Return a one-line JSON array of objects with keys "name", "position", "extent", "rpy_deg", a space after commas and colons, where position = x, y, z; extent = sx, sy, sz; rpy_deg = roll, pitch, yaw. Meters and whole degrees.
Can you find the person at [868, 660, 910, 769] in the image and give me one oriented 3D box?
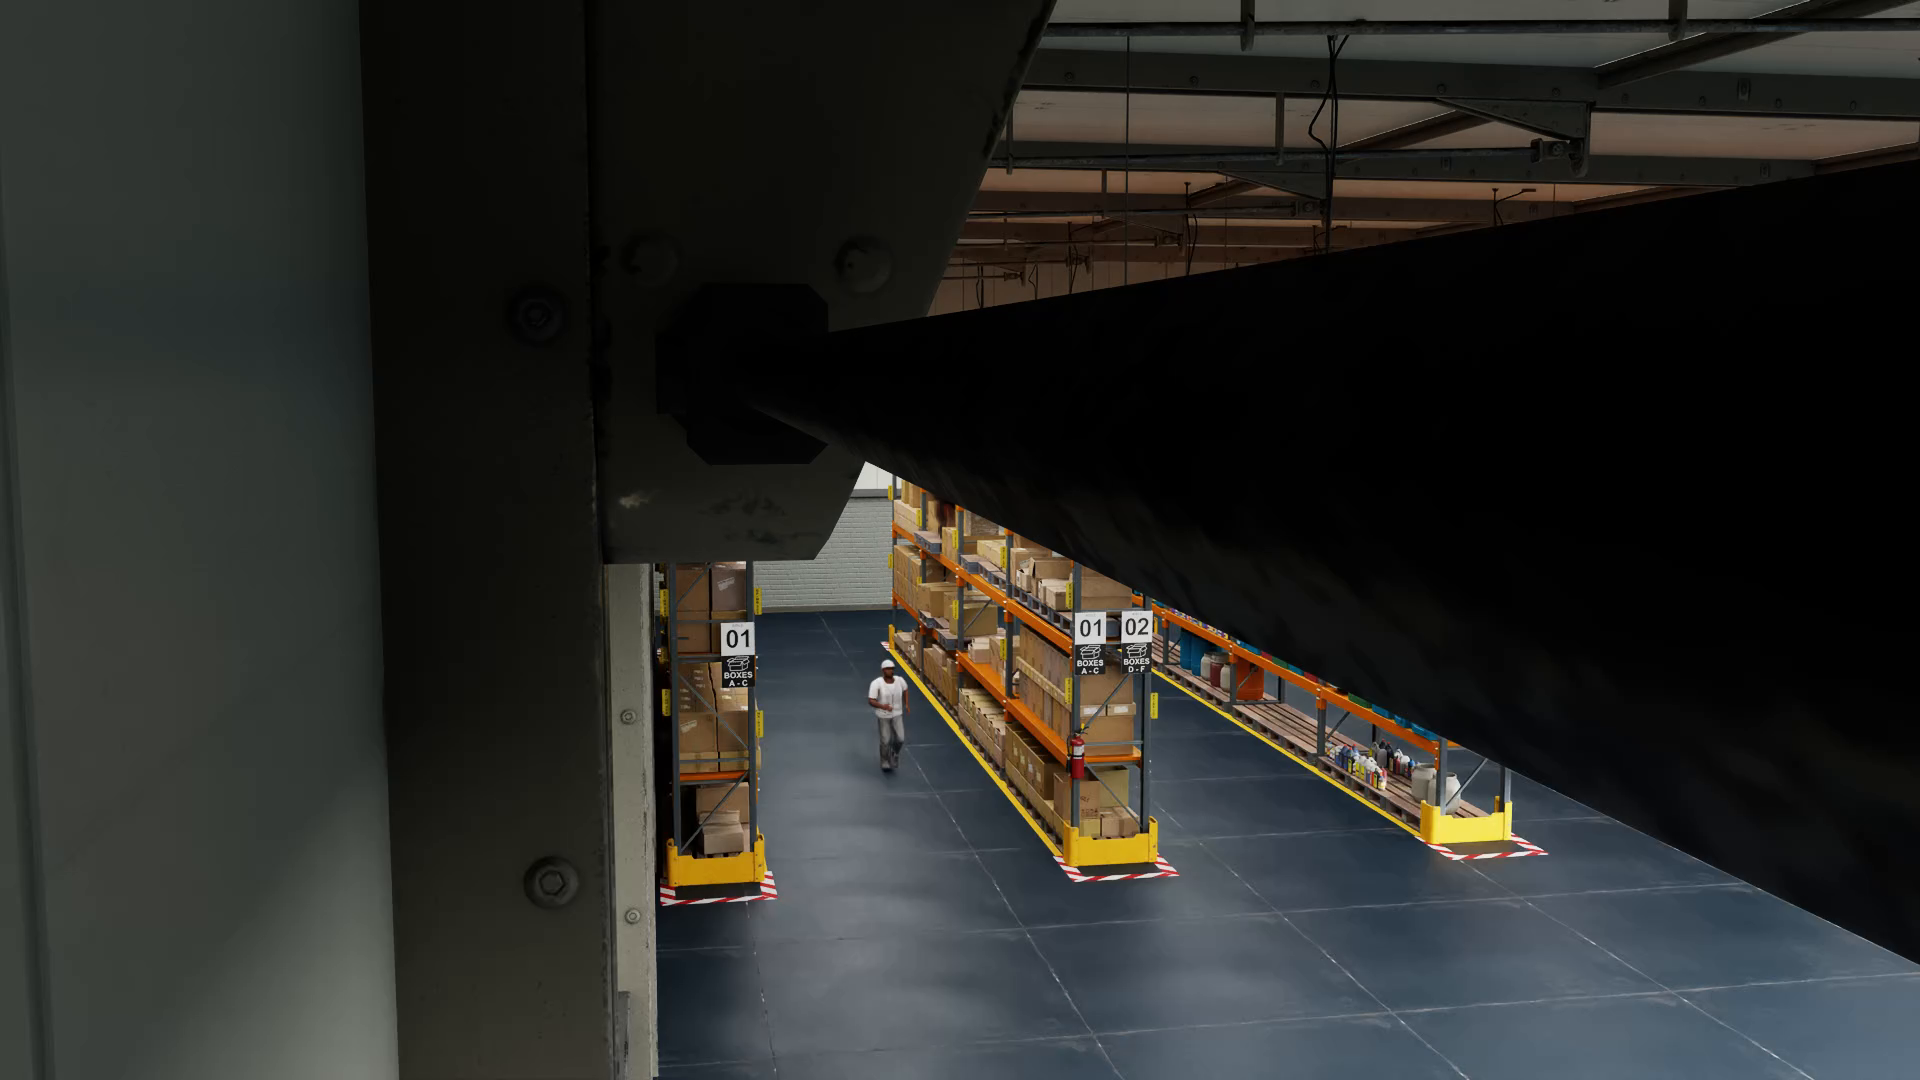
[{"name": "person", "position": [-1.055, 2.696, 25.563], "extent": [0.706, 1.716, 0.636], "rpy_deg": [-2, 7, -19]}]
